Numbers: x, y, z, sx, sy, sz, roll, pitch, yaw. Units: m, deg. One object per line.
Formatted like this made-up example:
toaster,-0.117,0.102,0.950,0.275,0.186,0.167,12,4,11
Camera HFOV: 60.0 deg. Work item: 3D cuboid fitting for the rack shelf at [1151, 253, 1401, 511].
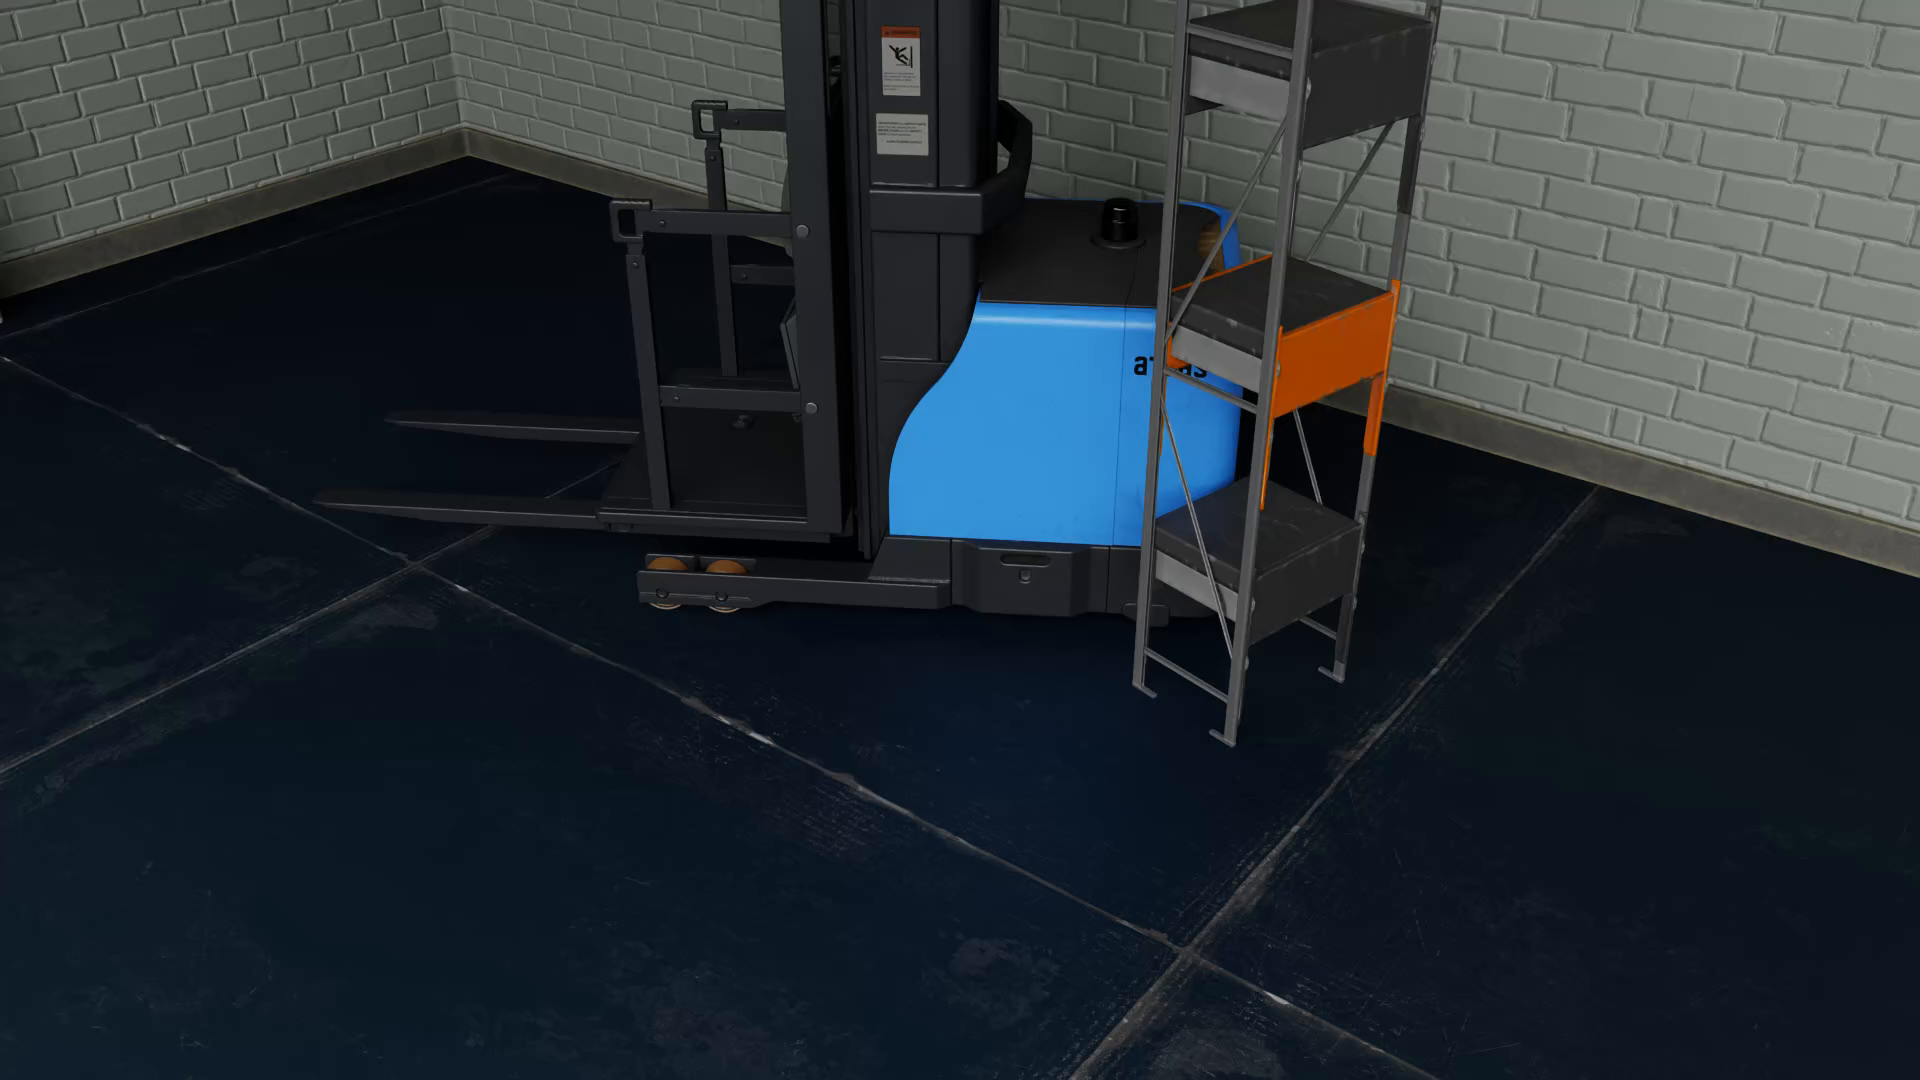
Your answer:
rack shelf,0.840,-0.458,4.490,0.480,0.518,0.431,-23,38,-34

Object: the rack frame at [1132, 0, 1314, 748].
rack frame,0.654,-0.390,4.348,0.015,2.100,0.400,-23,38,-34

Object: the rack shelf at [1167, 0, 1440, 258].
rack shelf,0.840,-1.060,4.133,0.480,0.518,0.431,-23,38,-34

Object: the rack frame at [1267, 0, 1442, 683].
rack frame,1.026,-0.550,4.619,0.015,2.100,0.400,-23,38,-34

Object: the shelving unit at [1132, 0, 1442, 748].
shelving unit,0.840,-0.470,4.483,0.503,2.100,0.431,-23,38,-34

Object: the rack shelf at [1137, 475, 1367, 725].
rack shelf,0.840,0.144,4.847,0.480,0.518,0.431,-23,38,-34

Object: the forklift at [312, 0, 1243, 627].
forklift,-0.620,-1.292,5.055,3.031,2.935,1.130,3,31,5
